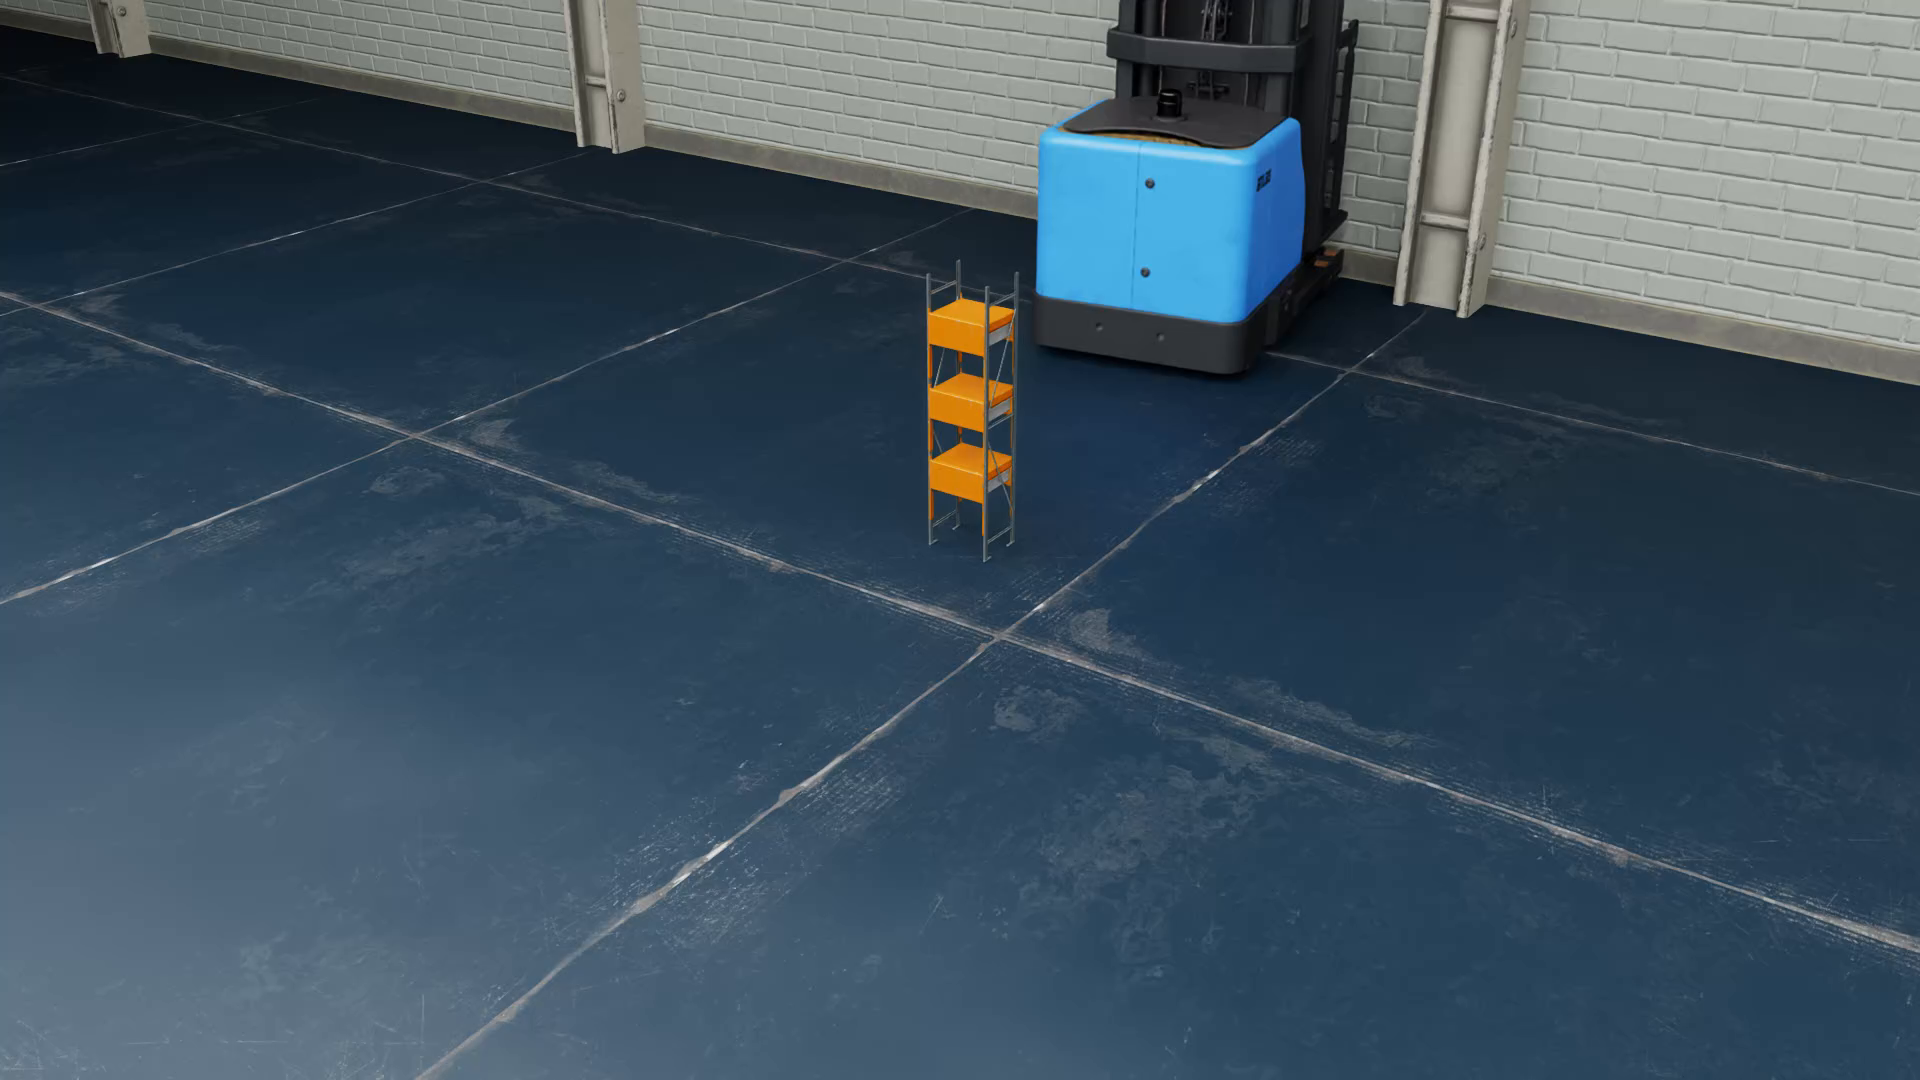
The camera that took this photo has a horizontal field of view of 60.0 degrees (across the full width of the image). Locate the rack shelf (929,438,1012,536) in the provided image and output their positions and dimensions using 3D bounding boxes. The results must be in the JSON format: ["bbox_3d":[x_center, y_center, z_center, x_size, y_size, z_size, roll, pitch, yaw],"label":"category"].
[{"bbox_3d":[0.044,-0.197,6.116,0.240,0.259,0.215,17,32,30],"label":"rack shelf"}]

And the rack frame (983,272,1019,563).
[{"bbox_3d":[0.145,-0.423,5.923,0.008,1.050,0.200,17,32,30],"label":"rack frame"}]

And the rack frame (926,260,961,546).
[{"bbox_3d":[-0.056,-0.485,6.046,0.008,1.050,0.200,17,32,30],"label":"rack frame"}]

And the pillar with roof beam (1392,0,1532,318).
[{"bbox_3d":[0.065,-3.638,3.477,0.400,9.000,9.100,17,32,30],"label":"pillar with roof beam"}]

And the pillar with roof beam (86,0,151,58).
[{"bbox_3d":[-9.826,-6.720,9.532,0.400,9.000,9.100,17,32,30],"label":"pillar with roof beam"}]

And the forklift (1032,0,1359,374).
[{"bbox_3d":[1.432,-2.704,8.331,1.130,2.935,3.031,12,29,22],"label":"forklift"}]

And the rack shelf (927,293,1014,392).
[{"bbox_3d":[0.044,-0.698,5.861,0.240,0.259,0.215,17,32,30],"label":"rack shelf"}]

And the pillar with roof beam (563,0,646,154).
[{"bbox_3d":[-4.881,-5.179,6.505,0.400,9.000,9.100,17,32,30],"label":"pillar with roof beam"}]

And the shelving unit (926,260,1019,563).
[{"bbox_3d":[0.044,-0.454,5.985,0.252,1.050,0.215,17,32,30],"label":"shelving unit"}]

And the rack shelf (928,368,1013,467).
[{"bbox_3d":[0.044,-0.445,5.990,0.240,0.259,0.215,17,32,30],"label":"rack shelf"}]
